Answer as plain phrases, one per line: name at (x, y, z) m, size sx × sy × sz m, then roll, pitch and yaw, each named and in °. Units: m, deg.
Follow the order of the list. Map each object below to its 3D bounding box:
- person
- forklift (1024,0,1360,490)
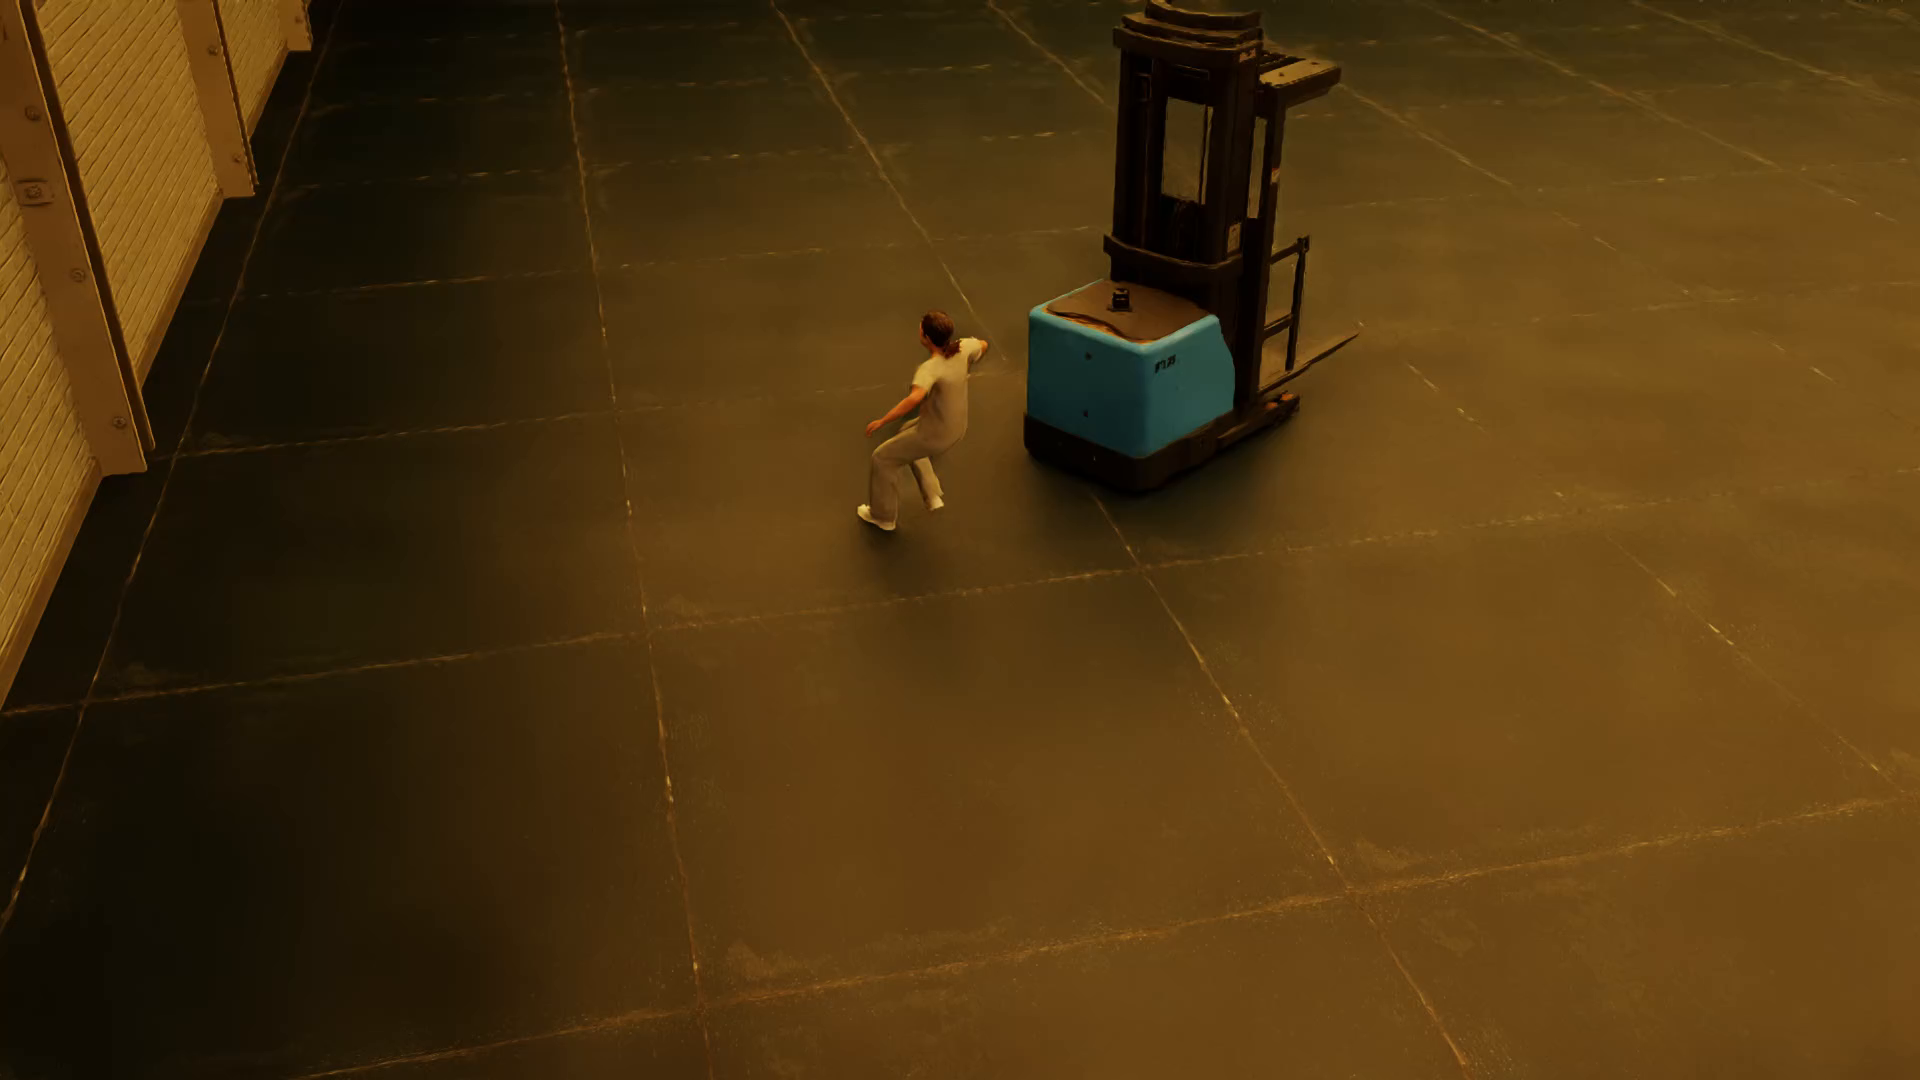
person at (-0.304, -0.745, 10.270) m, size 0.740 × 1.520 × 1.023 m, roll 20°, pitch 36°, yaw 31°
forklift at (1.813, -2.245, 11.453) m, size 1.130 × 2.935 × 3.031 m, roll 25°, pitch 38°, yaw 36°
